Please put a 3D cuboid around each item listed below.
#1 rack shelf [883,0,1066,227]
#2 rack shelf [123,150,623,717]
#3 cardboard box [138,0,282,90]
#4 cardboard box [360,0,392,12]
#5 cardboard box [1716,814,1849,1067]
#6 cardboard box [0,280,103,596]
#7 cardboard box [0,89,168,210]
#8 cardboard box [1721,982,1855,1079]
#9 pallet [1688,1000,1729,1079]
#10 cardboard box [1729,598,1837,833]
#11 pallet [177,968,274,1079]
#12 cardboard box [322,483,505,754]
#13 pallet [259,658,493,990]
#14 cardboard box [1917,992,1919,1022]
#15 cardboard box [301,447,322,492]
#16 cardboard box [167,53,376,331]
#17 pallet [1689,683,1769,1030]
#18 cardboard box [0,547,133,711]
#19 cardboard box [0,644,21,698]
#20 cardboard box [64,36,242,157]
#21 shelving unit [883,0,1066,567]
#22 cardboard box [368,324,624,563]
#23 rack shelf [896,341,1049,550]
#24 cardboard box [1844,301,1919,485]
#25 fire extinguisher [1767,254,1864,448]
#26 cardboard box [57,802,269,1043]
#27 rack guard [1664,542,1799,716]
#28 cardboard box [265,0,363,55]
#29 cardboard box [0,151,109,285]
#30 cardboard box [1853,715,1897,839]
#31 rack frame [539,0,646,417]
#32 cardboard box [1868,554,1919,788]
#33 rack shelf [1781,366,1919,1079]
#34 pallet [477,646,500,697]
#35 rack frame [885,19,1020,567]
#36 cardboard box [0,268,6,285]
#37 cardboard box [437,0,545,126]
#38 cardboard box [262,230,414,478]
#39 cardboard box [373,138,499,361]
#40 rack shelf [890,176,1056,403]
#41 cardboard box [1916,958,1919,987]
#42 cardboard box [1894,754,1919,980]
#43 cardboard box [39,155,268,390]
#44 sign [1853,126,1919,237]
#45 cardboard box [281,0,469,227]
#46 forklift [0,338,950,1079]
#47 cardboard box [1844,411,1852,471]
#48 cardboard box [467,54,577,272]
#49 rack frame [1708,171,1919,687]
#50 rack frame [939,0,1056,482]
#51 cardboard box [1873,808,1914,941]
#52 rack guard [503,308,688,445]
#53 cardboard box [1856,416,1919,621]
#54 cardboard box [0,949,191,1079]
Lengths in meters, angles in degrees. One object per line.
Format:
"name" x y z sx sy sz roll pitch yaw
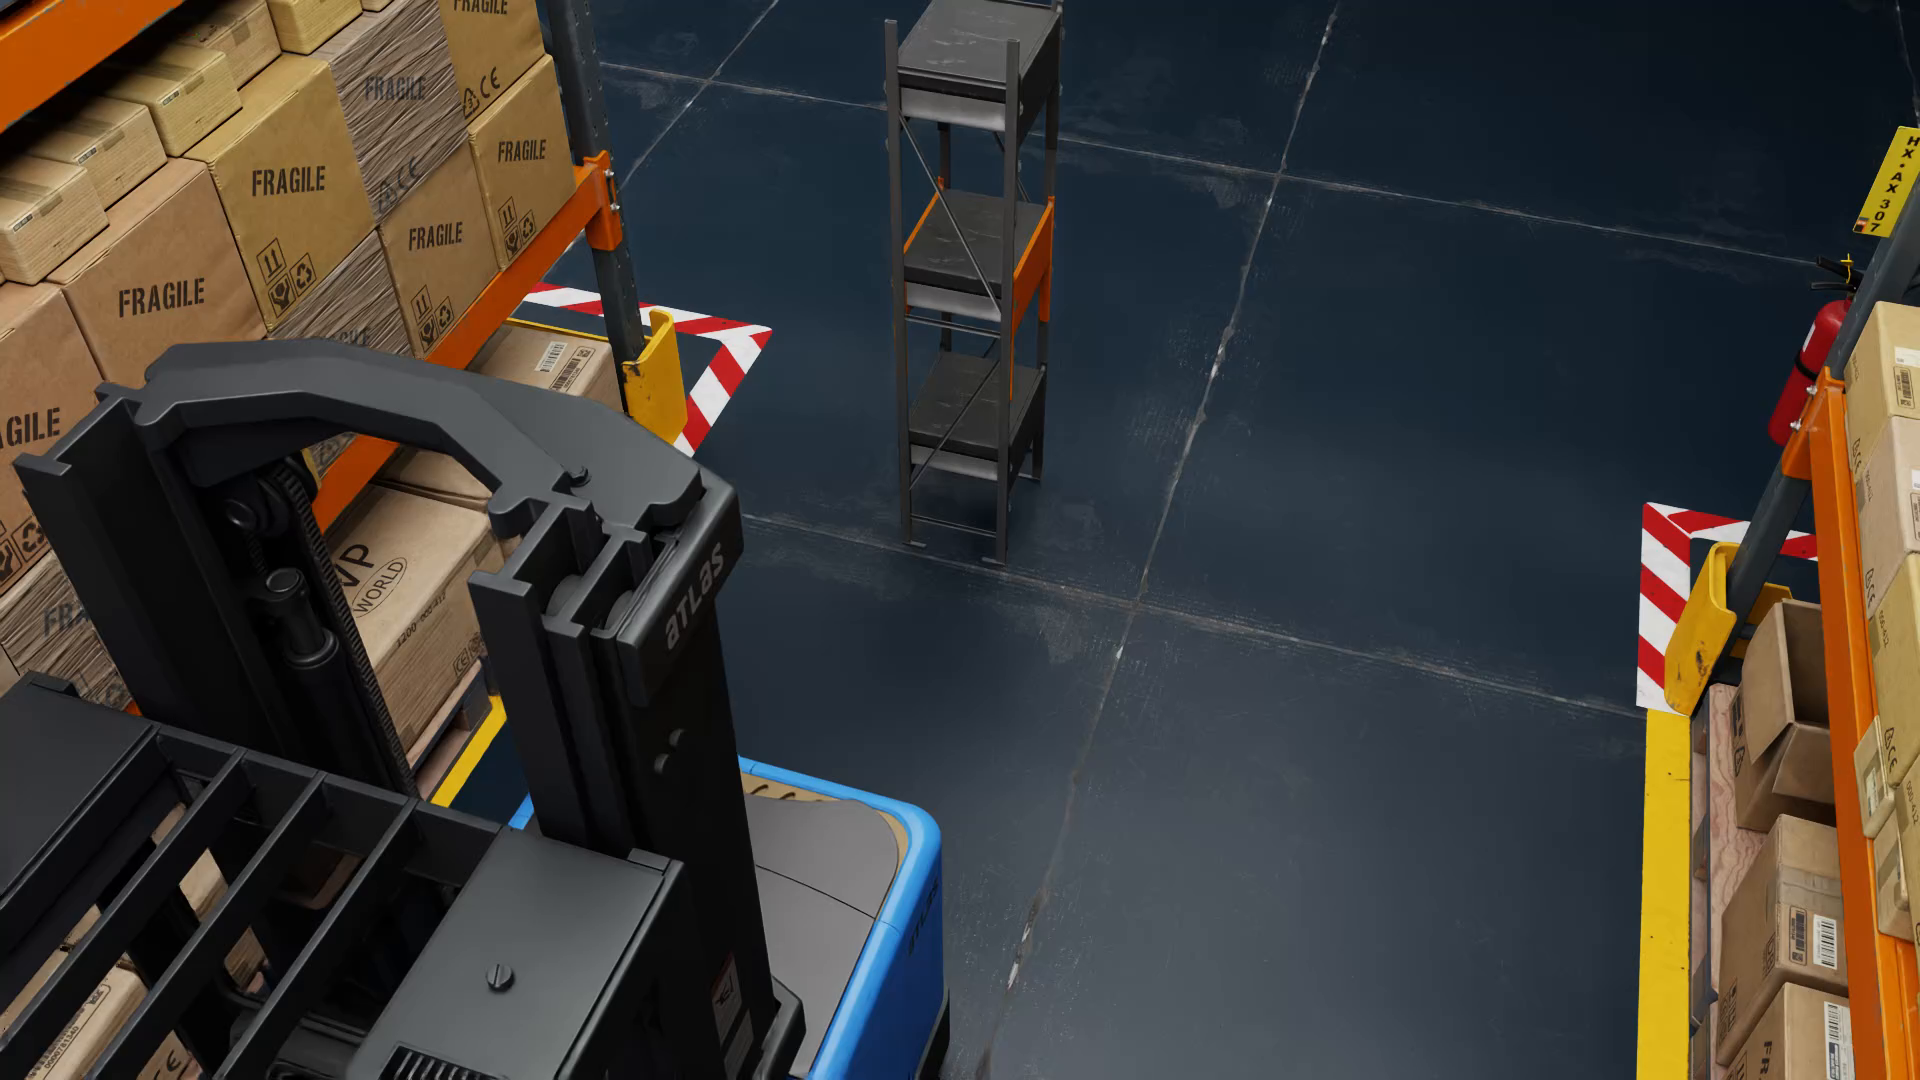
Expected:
"rack shelf" 0.050 -1.351 5.148 0.431 0.518 0.480 13 46 12
"rack shelf" -2.309 0.008 4.612 1.077 0.370 4.000 13 46 13
"cardboard box" -1.935 -1.243 4.126 0.380 0.149 0.250 12 46 12
"cardboard box" -1.673 -1.562 4.451 0.380 0.149 0.250 12 46 12
"cardboard box" 2.457 1.159 4.408 0.700 0.500 0.500 14 46 14
"cardboard box" -2.215 -0.250 3.574 0.500 0.500 0.500 13 46 13
"cardboard box" -2.052 -0.893 3.768 0.380 0.149 0.250 14 46 14
"cardboard box" 2.202 1.490 4.070 0.500 0.500 0.500 13 46 13
"pallet" 2.394 1.856 4.203 1.003 0.211 1.213 13 46 13
"cardboard box" 2.753 0.596 4.981 0.797 0.503 0.637 11 45 11
"pallet" -2.610 1.590 4.474 1.003 0.211 1.213 13 46 13
"cardboard box" -2.077 0.256 5.375 0.875 0.438 0.875 14 46 14
"pallet" -2.242 0.774 5.308 1.003 0.211 1.213 13 46 12
"cardboard box" 2.040 1.022 2.956 0.500 0.250 0.500 12 46 12
"cardboard box" -2.054 -0.218 4.256 0.500 0.500 0.500 14 46 14
"cardboard box" -1.905 -0.920 4.259 0.500 0.500 0.500 12 46 12
"pallet" 2.765 1.045 5.031 1.003 0.211 1.213 13 46 13
"cardboard box" -2.210 0.126 3.905 0.500 0.500 0.500 13 46 13
"cardboard box" -2.366 0.456 3.568 0.500 0.500 0.500 13 46 13
"cardboard box" -1.955 -1.064 3.942 0.380 0.149 0.250 14 46 13
"shelving unit" 0.050 -0.861 5.628 0.431 2.100 0.503 13 46 12
"cardboard box" -1.808 -0.356 6.001 0.875 0.438 0.875 11 45 11
"rack shelf" 0.050 -0.351 6.127 0.431 0.518 0.480 13 46 12
"cardboard box" 2.635 -0.341 4.348 0.500 0.250 0.500 13 46 13
"fire extinguisher" 2.633 -0.569 5.008 0.296 0.674 0.183 13 46 13
"cardboard box" -2.351 0.857 4.762 0.875 0.438 0.875 11 45 11
"rack guard" 3.006 0.410 5.473 1.175 0.500 0.348 13 46 13
"cardboard box" -1.788 -1.403 4.288 0.380 0.149 0.250 14 46 13
"cardboard box" -2.092 -0.708 3.579 0.380 0.149 0.250 13 46 13
"cardboard box" 2.230 0.565 3.707 0.380 0.149 0.250 11 46 11
"rack frame" -1.703 -1.583 5.723 1.000 3.000 0.127 13 46 13
"cardboard box" 2.332 0.334 3.659 0.500 0.250 0.500 12 46 12
"rack shelf" 2.423 1.056 3.540 1.077 0.370 4.000 13 46 13
"pallet" -1.871 -0.036 6.136 1.003 0.211 1.213 13 46 13
"rack frame" -0.024 -0.698 5.462 0.400 2.100 0.015 13 46 12
"cardboard box" -2.232 -0.559 3.426 0.380 0.149 0.250 12 46 12
"cardboard box" -1.622 -1.604 4.958 0.500 0.500 0.500 14 46 14
"cardboard box" -1.910 -0.564 4.611 0.500 0.500 0.500 14 46 14
"cardboard box" -1.763 -0.909 4.963 0.500 0.500 0.500 12 46 12
"rack shelf" 0.050 -0.851 5.638 0.431 0.518 0.480 13 46 12
"cardboard box" 2.157 0.931 3.333 0.380 0.149 0.250 12 46 12
"cardboard box" 2.197 0.679 3.306 0.500 0.250 0.500 11 46 11
"cardboard box" -2.059 -0.586 3.917 0.500 0.500 0.500 12 46 12
"sign" 2.512 -0.958 4.465 0.100 0.325 0.005 13 46 13
"cardboard box" -1.752 -1.249 4.596 0.500 0.500 0.500 13 46 13
"forklift" -0.983 1.251 2.876 1.130 2.935 3.031 13 46 13
"cardboard box" 2.668 -0.283 4.574 0.380 0.149 0.250 12 46 12
"cardboard box" -1.597 -1.241 5.302 0.500 0.500 0.500 13 46 13
"rack frame" 3.029 -0.534 4.651 1.000 3.000 0.127 13 46 13
"rack frame" 0.124 -1.023 5.795 0.400 2.100 0.015 13 46 12
"cardboard box" 2.170 0.745 3.524 0.380 0.149 0.250 14 46 13
"rack guard" -1.696 -0.705 6.613 1.175 0.500 0.348 13 46 13
"cardboard box" 2.482 -0.005 4.005 0.500 0.250 0.500 13 46 13
"cardboard box" -2.622 1.453 4.152 0.875 0.438 0.875 12 46 12
